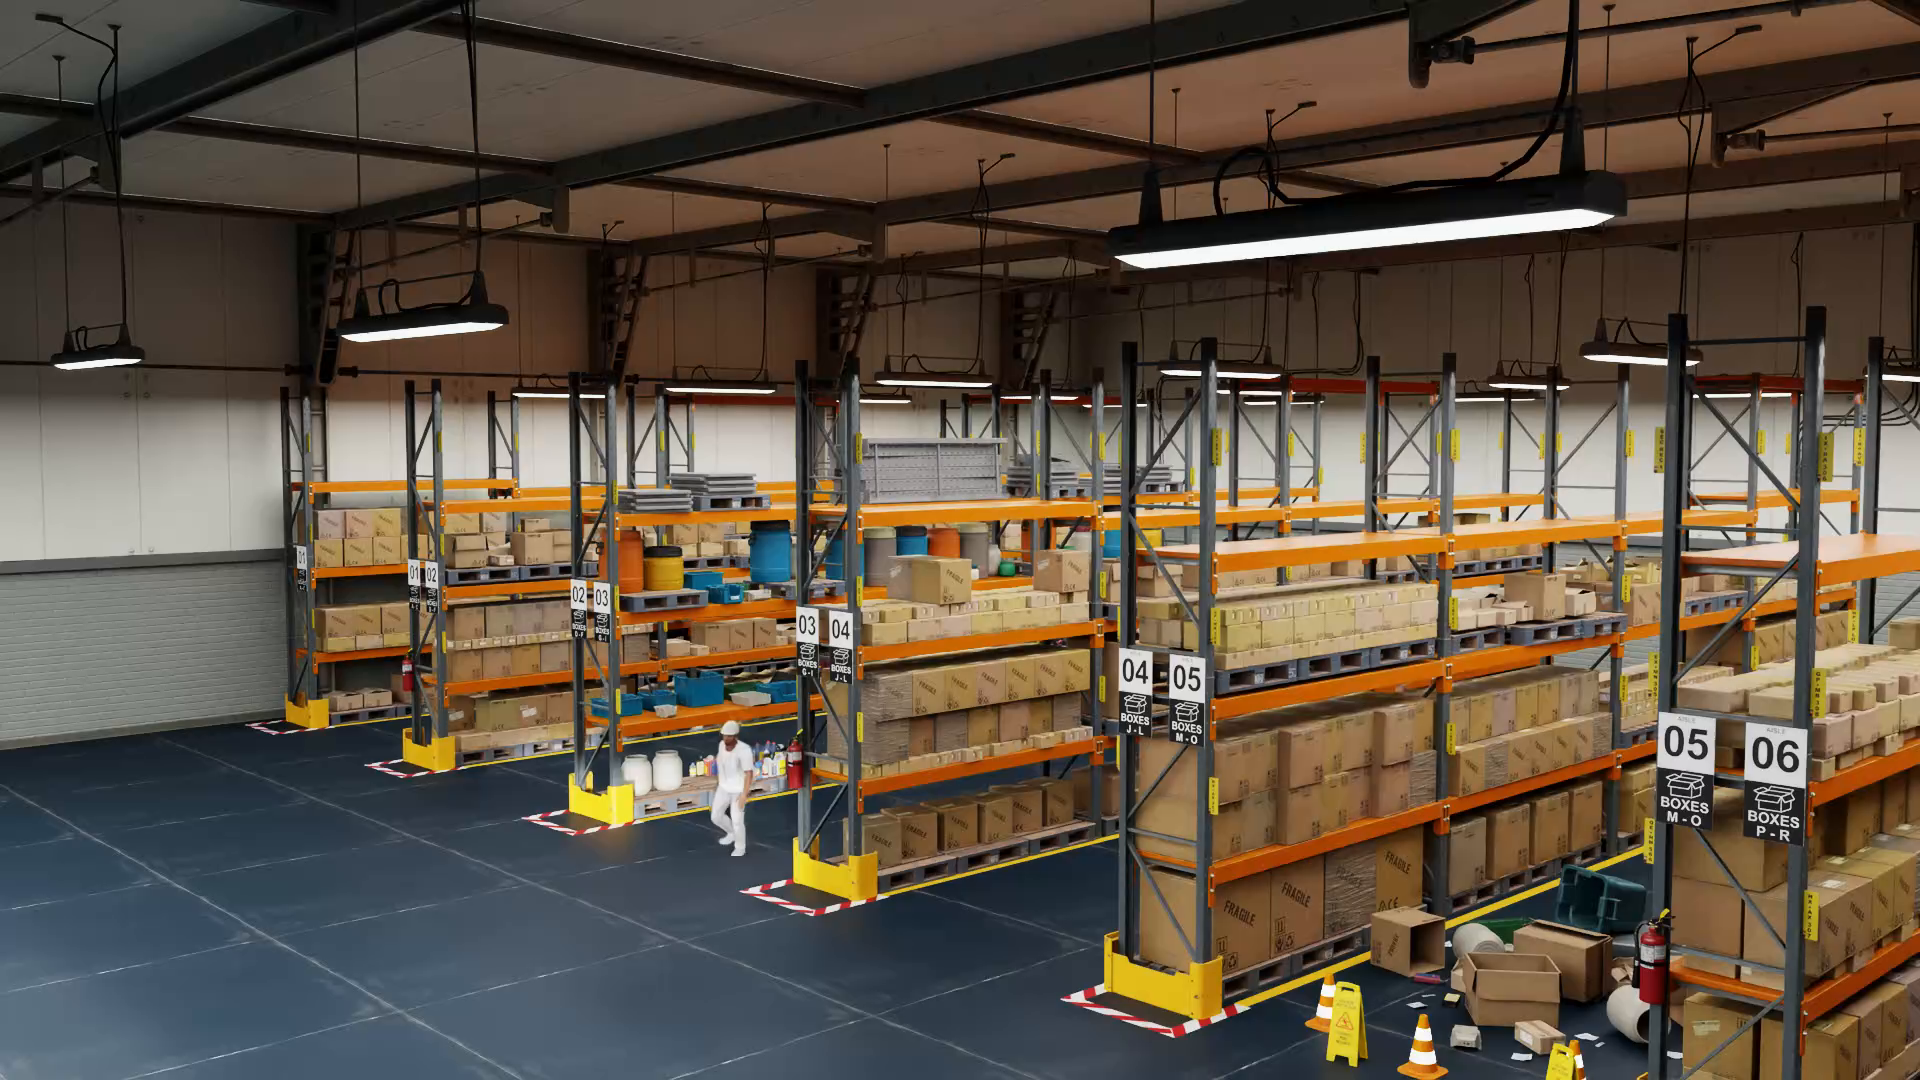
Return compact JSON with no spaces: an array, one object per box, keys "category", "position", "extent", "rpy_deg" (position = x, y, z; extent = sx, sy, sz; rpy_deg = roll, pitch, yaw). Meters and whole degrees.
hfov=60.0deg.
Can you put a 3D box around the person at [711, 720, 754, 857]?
[{"category":"person","position":[-2.749,3.017,20.214],"extent":[0.706,1.720,0.626],"rpy_deg":[2,4,32]}]

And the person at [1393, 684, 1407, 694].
[{"category":"person","position":[6.721,2.847,24.299],"extent":[0.971,1.553,0.670],"rpy_deg":[-2,4,-31]}]
